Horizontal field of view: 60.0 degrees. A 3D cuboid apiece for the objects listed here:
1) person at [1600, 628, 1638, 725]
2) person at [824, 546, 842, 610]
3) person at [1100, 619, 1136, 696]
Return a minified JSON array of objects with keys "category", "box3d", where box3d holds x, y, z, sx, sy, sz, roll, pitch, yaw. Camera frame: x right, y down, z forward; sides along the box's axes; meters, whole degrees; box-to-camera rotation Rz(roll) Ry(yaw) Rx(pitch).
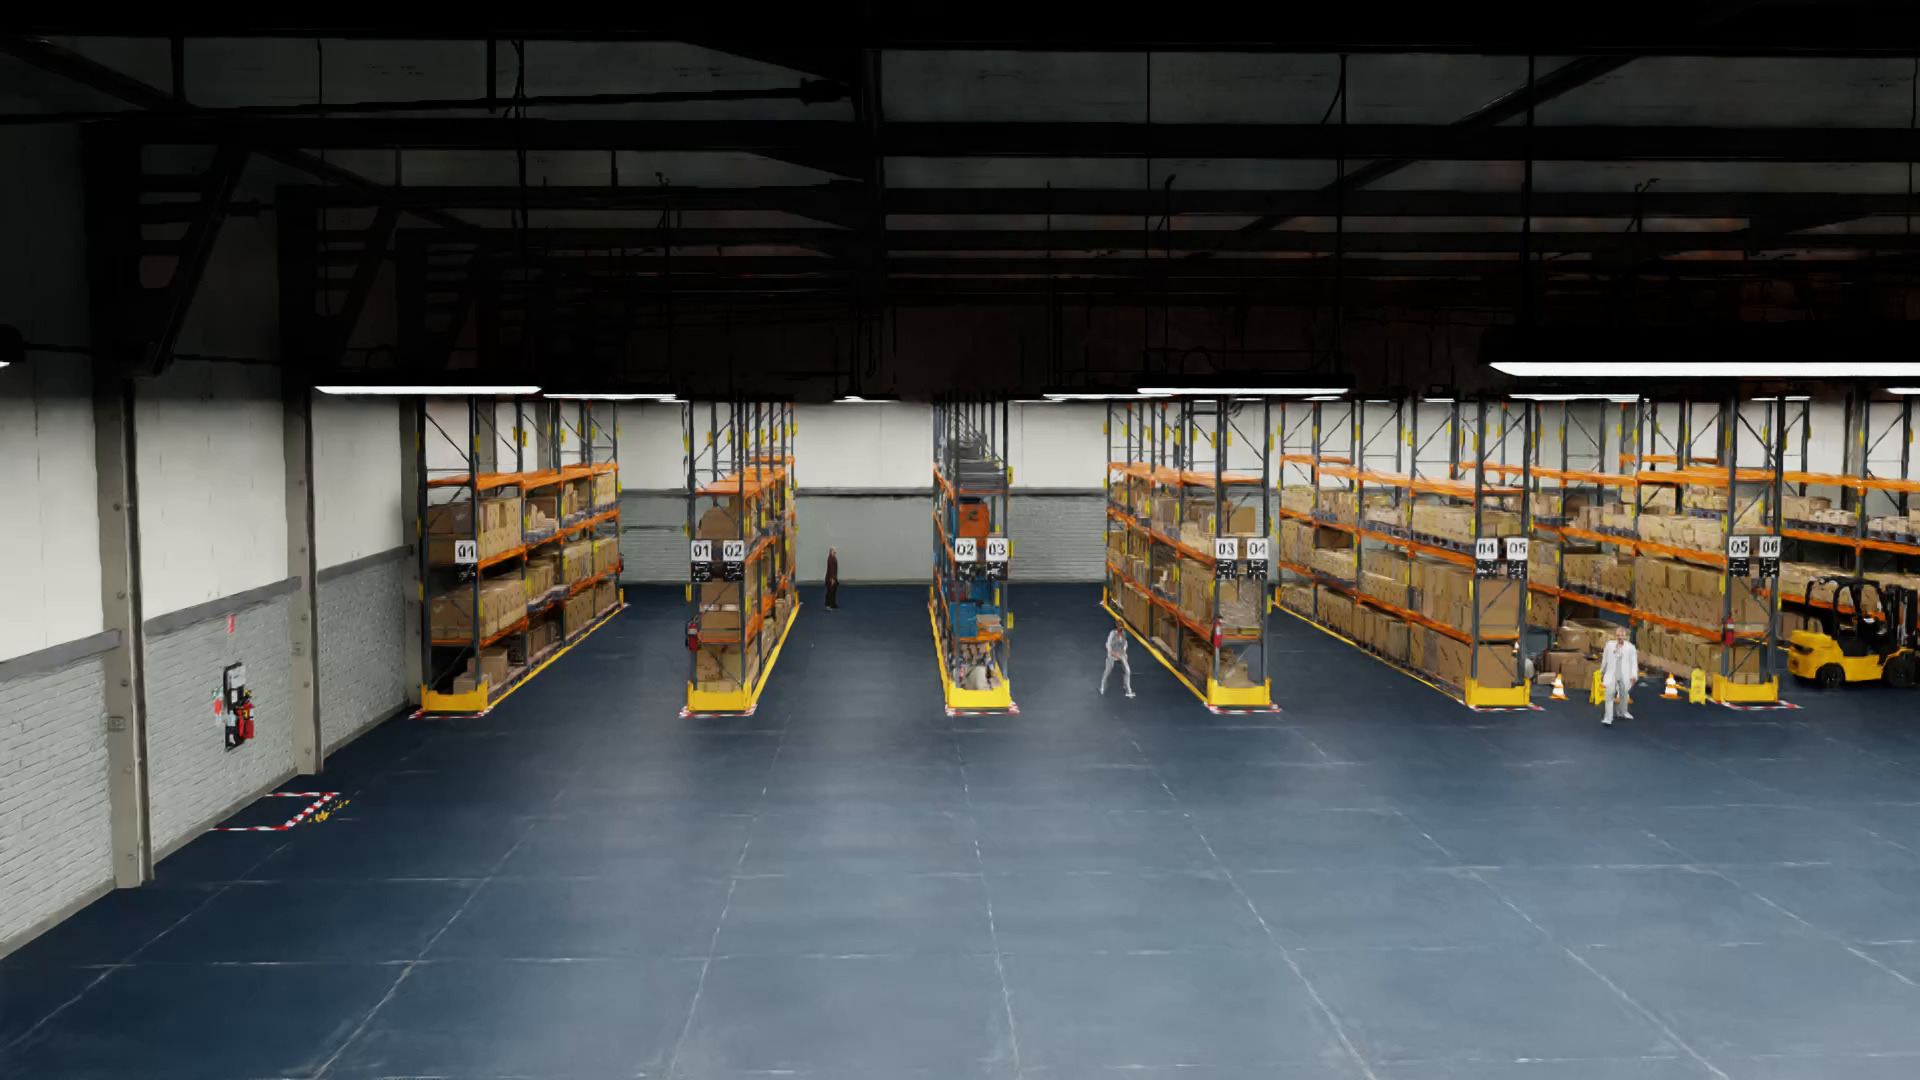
[{"category":"person","box3d":[11.825,2.432,29.857,0.634,1.736,1.040,2,5,21]},{"category":"person","box3d":[-3.542,1.046,46.235,0.437,1.786,0.644,1,5,7]},{"category":"person","box3d":[3.072,2.285,32.653,0.561,1.525,0.788,-2,5,-20]}]
